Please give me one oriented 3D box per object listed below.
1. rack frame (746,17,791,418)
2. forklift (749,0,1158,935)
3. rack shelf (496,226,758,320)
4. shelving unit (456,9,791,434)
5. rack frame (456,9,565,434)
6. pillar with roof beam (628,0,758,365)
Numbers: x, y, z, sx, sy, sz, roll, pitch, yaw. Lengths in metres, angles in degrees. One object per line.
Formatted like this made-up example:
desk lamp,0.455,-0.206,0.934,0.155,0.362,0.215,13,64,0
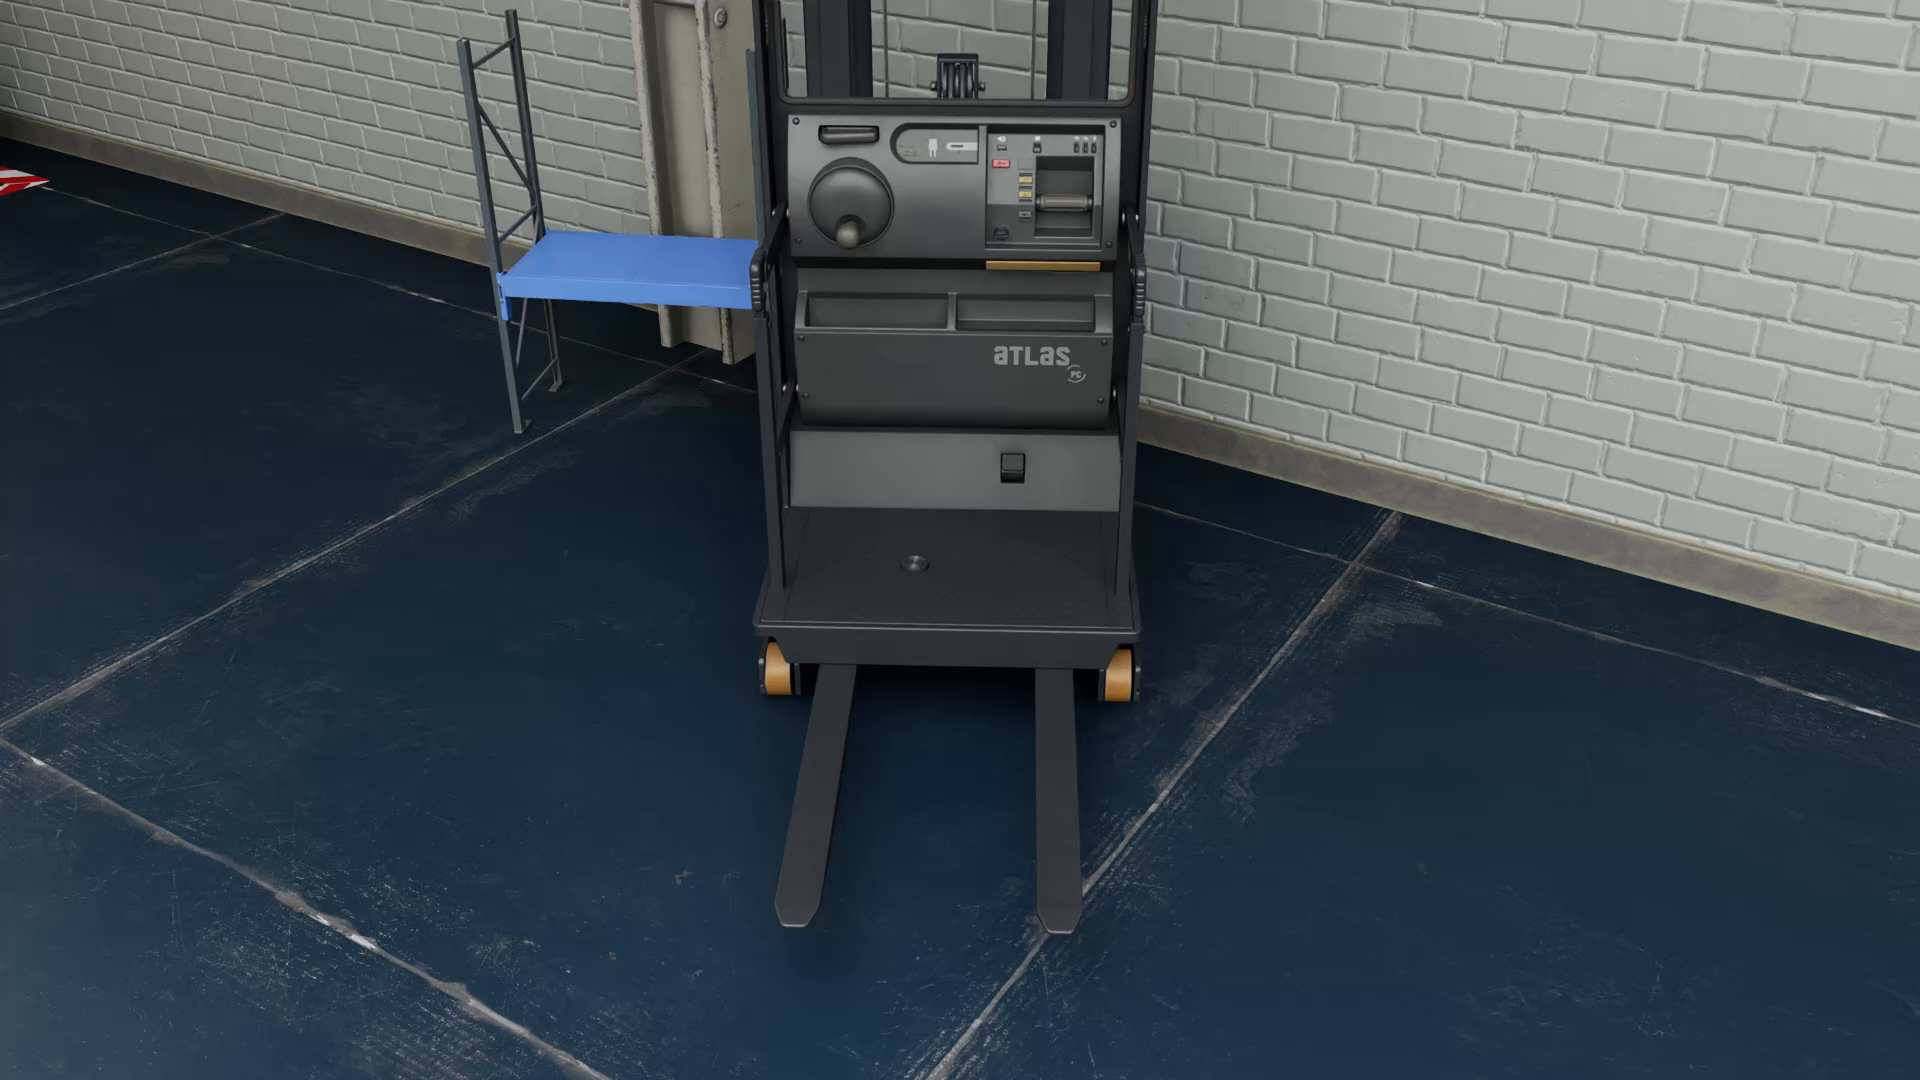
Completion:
rack frame,-0.674,-1.117,6.177,0.032,1.500,0.500,4,30,7
forklift,-0.022,-0.949,4.467,1.130,2.935,3.031,1,30,2
rack shelf,-1.178,-0.996,6.325,1.000,0.185,0.538,4,30,7
shelving unit,-1.178,-1.151,6.235,1.048,1.500,0.538,4,30,7
rack frame,-1.682,-1.185,6.292,0.032,1.500,0.500,4,30,7
pillar with roof beam,-3.335,-2.907,1.803,0.400,9.000,9.100,18,35,27
